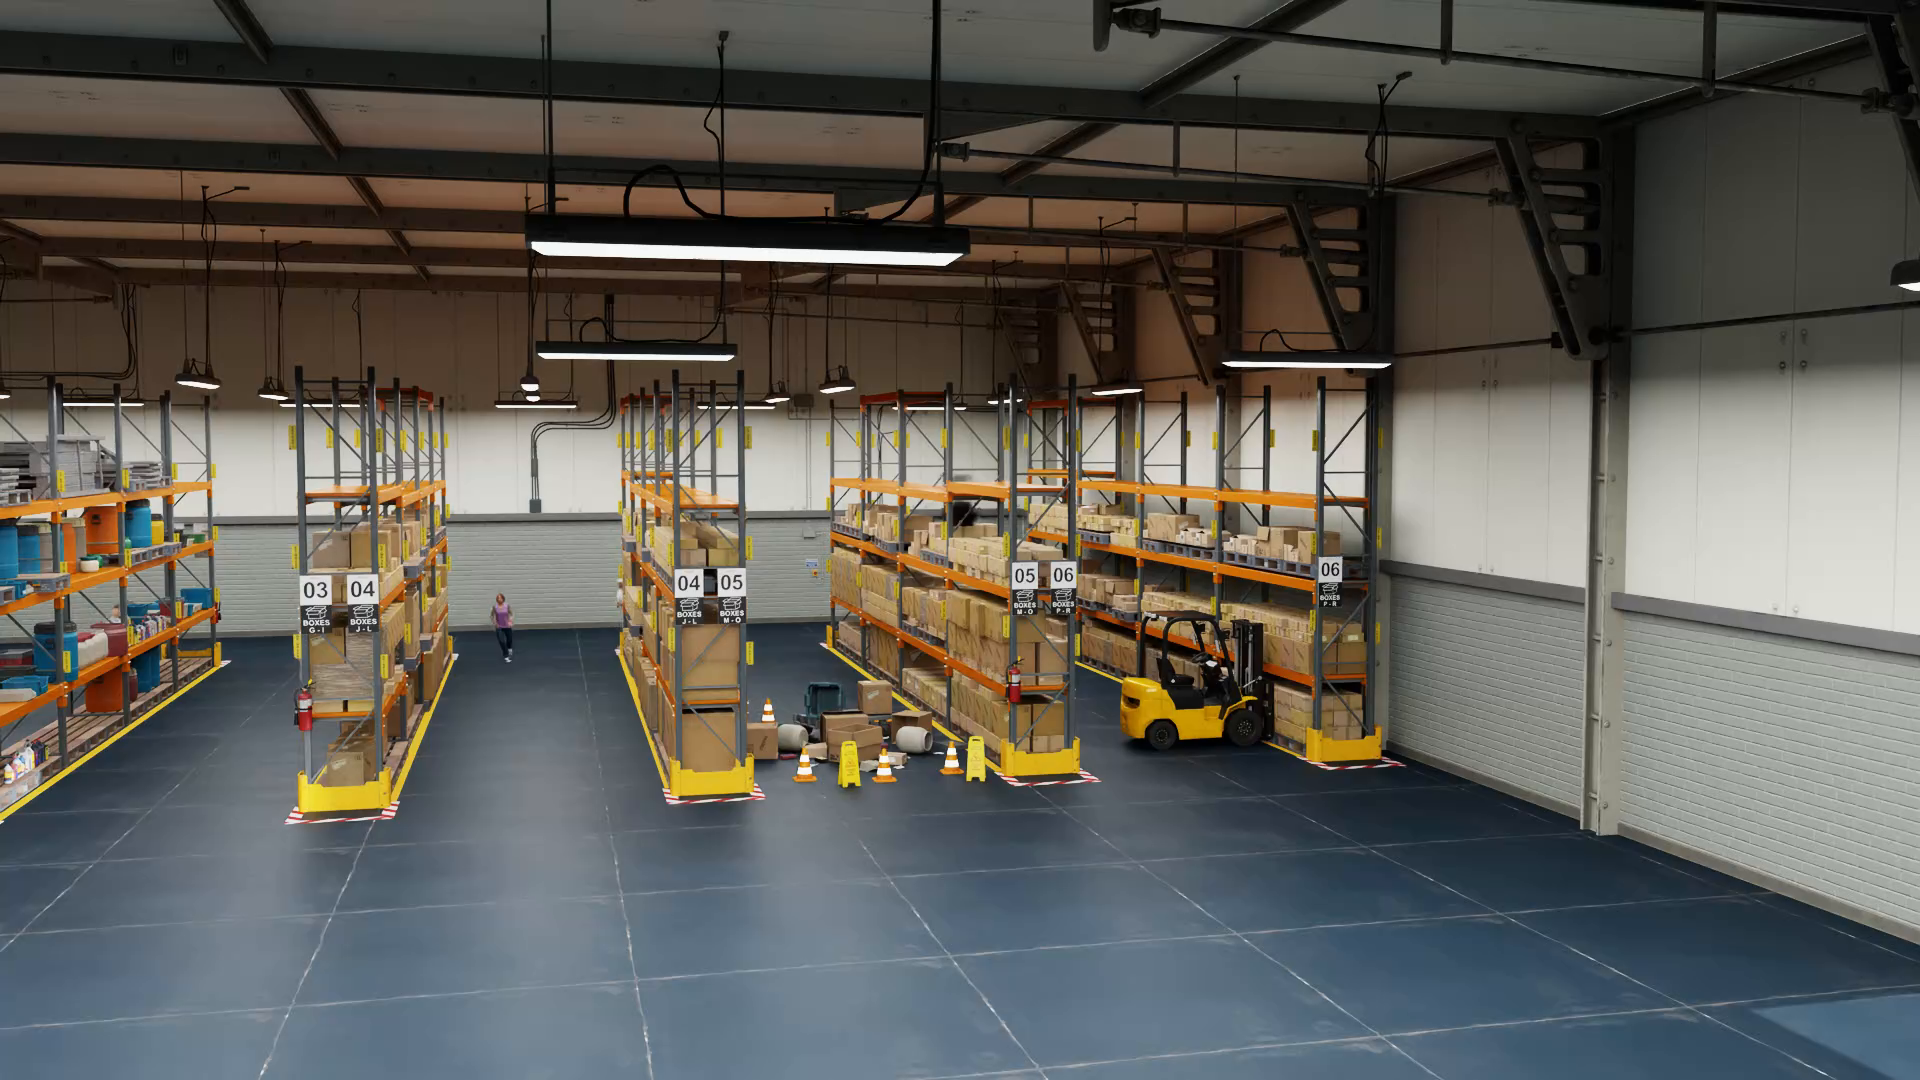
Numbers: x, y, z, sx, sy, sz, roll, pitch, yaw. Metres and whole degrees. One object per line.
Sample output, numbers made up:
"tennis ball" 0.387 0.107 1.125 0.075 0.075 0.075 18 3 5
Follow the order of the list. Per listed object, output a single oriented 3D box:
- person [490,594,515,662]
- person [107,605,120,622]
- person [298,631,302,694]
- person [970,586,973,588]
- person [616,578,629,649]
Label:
"person" -10.379 1.989 37.722 0.543 1.558 0.532 -1 4 -15
"person" -17.544 2.134 34.802 0.543 1.593 0.728 -1 4 -15
"person" -12.307 2.303 31.543 0.611 1.702 0.703 -1 3 -13
"person" 0.338 1.827 38.436 0.641 1.761 0.850 -3 4 -38
"person" -7.949 1.741 40.178 0.800 1.762 0.687 -2 4 -36
